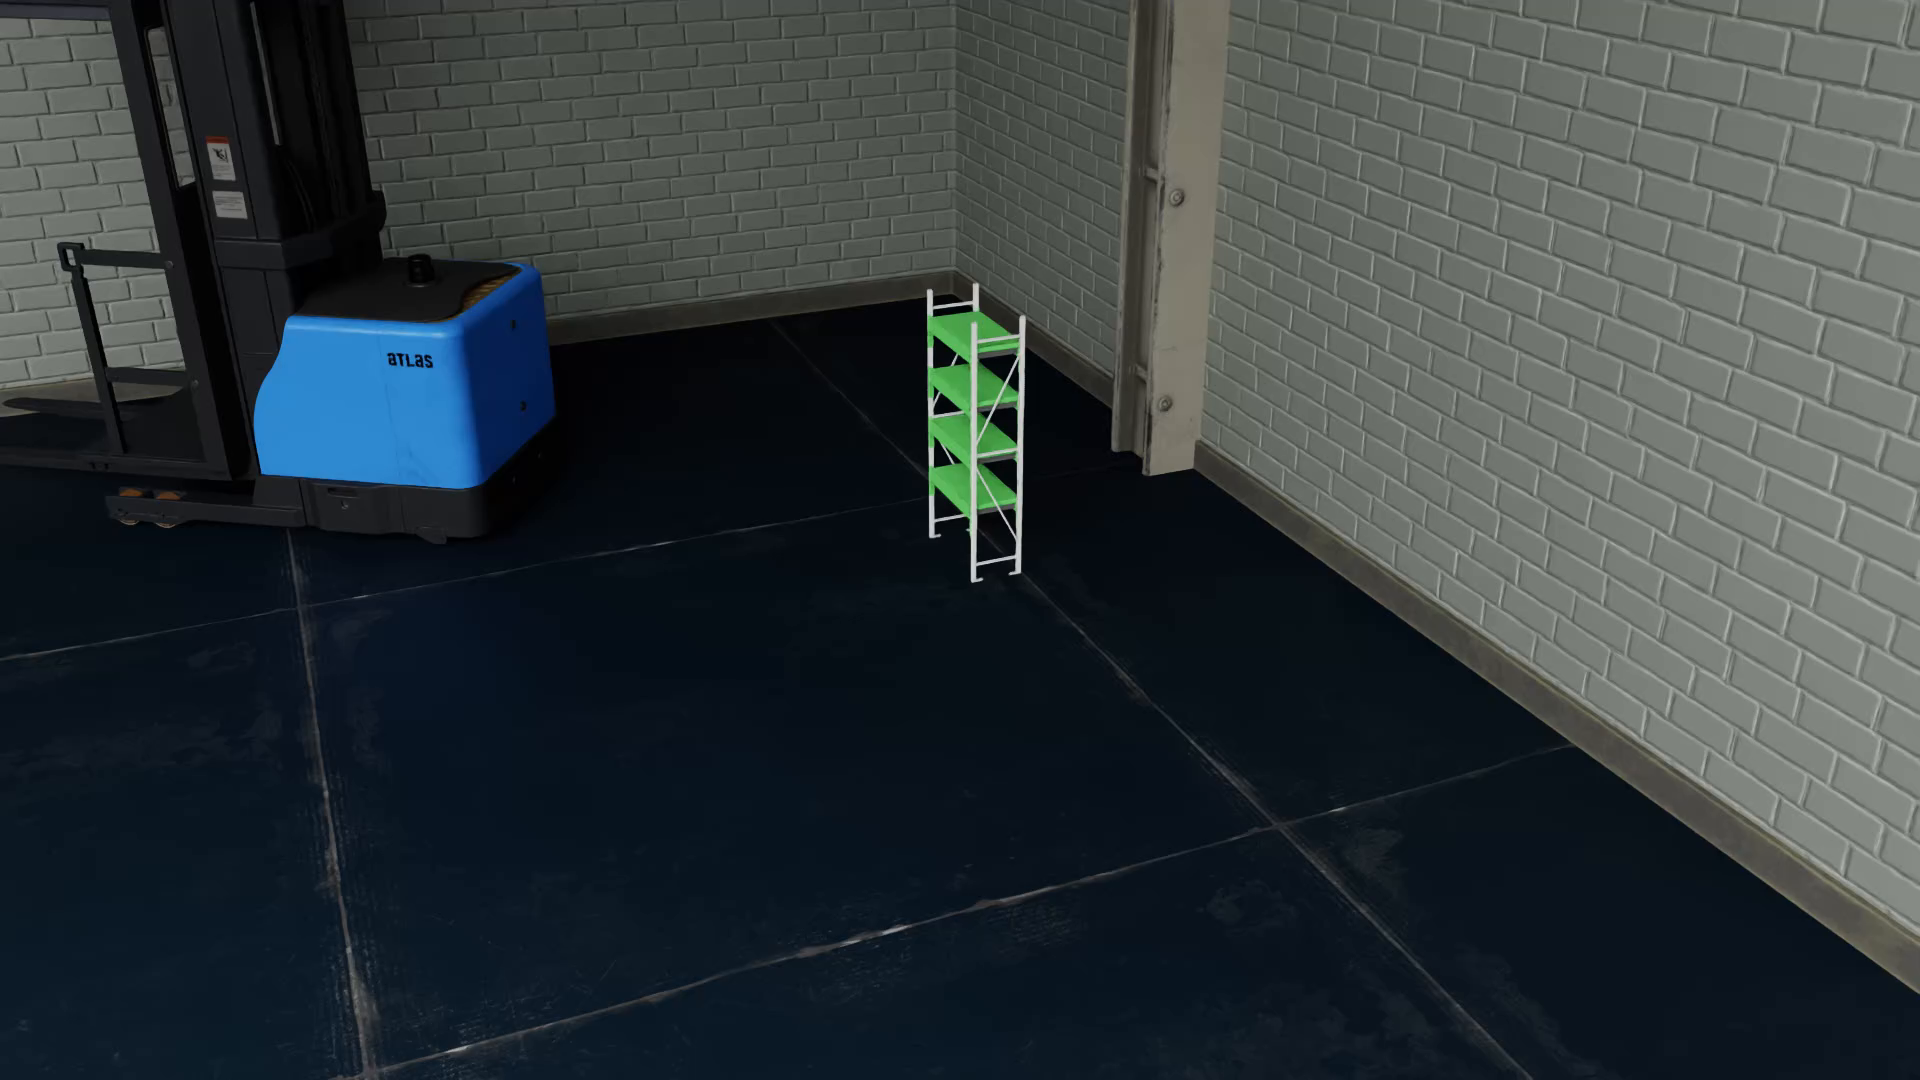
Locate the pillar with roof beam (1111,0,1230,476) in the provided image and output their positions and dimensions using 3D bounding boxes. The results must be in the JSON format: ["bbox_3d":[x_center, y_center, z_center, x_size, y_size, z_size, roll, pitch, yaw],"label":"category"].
[{"bbox_3d":[-2.954,-3.732,5.137,9.100,9.000,0.400,-11,28,-21],"label":"pillar with roof beam"}]

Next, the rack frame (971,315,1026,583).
[{"bbox_3d":[0.160,-0.374,7.148,0.240,1.200,0.015,-11,28,-21],"label":"rack frame"}]

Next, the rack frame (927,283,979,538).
[{"bbox_3d":[-0.031,-0.571,7.552,0.240,1.200,0.015,-11,28,-21],"label":"rack frame"}]

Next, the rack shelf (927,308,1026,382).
[{"bbox_3d":[0.065,-0.846,7.167,0.258,0.148,0.480,-11,28,-21],"label":"rack shelf"}]

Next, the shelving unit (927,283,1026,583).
[{"bbox_3d":[0.065,-0.472,7.350,0.258,1.200,0.503,-11,28,-21],"label":"shelving unit"}]

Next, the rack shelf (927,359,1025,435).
[{"bbox_3d":[0.065,-0.631,7.273,0.258,0.148,0.480,-11,28,-21],"label":"rack shelf"}]

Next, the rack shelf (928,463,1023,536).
[{"bbox_3d":[0.065,-0.199,7.483,0.258,0.148,0.480,-11,28,-21],"label":"rack shelf"}]

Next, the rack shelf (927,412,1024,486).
[{"bbox_3d":[0.065,-0.415,7.378,0.258,0.148,0.480,-11,28,-21],"label":"rack shelf"}]

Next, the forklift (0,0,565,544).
[{"bbox_3d":[-3.574,-1.596,7.679,3.031,2.935,1.130,4,26,9],"label":"forklift"}]
